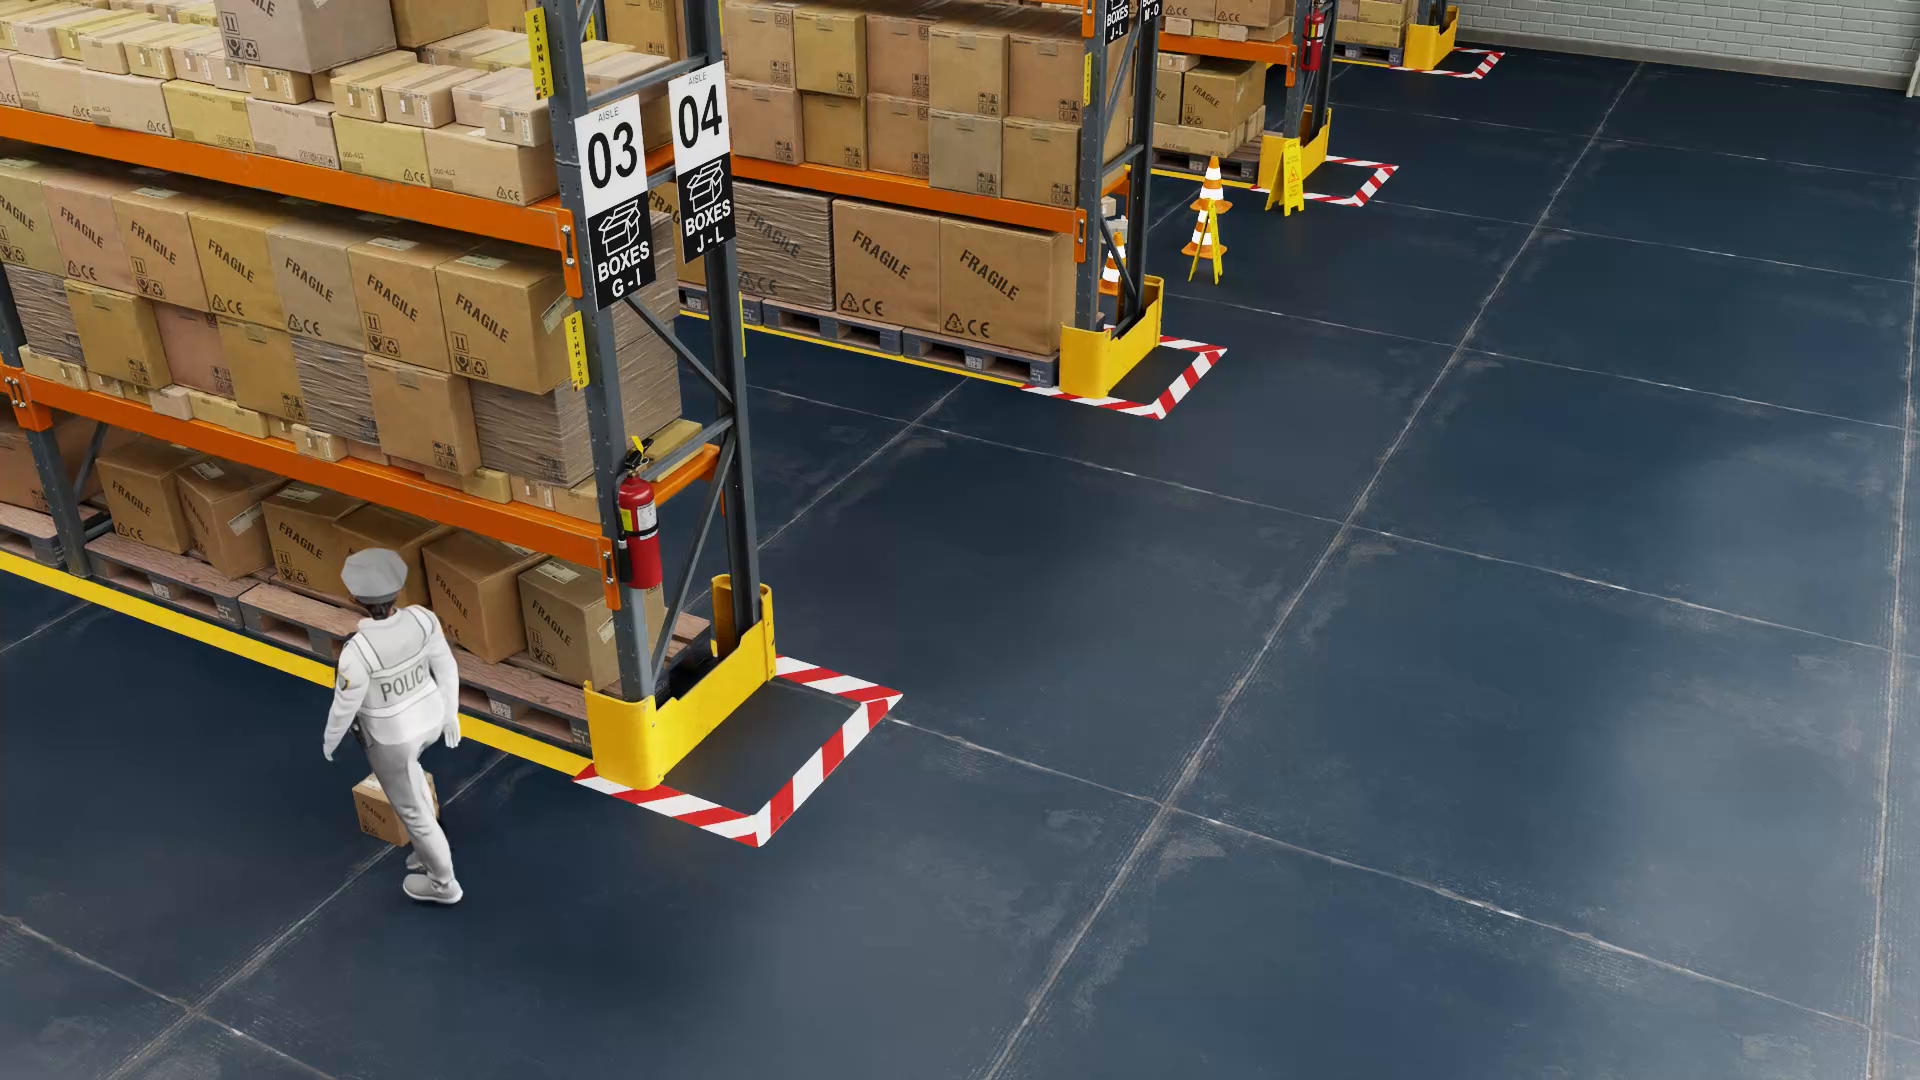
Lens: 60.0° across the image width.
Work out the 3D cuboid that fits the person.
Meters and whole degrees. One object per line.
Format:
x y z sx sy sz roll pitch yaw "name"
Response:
-2.322 0.751 6.992 0.871 1.639 0.535 23 38 34 "person"
